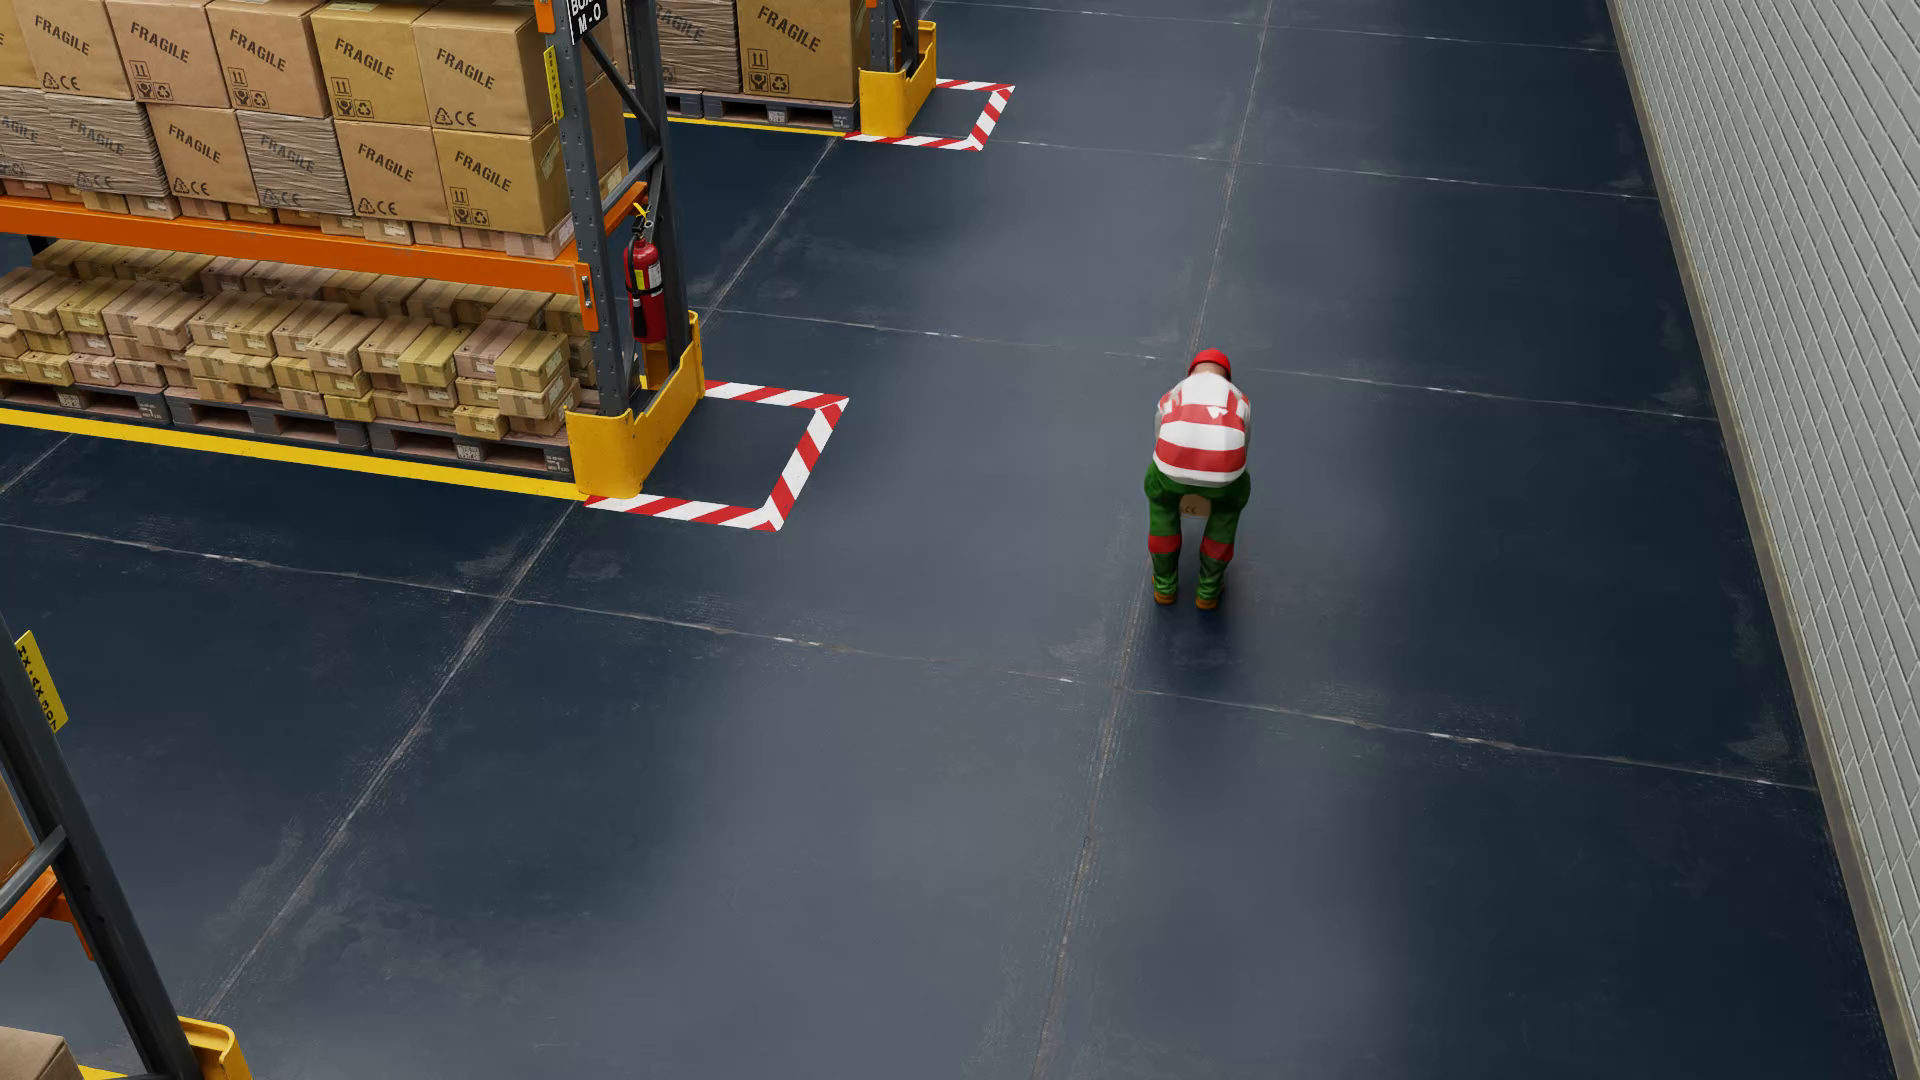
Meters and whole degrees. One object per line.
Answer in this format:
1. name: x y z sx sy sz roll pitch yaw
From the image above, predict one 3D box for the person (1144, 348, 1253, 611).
1. person: 1.133 -0.289 7.922 0.492 1.094 0.965 6 37 8
